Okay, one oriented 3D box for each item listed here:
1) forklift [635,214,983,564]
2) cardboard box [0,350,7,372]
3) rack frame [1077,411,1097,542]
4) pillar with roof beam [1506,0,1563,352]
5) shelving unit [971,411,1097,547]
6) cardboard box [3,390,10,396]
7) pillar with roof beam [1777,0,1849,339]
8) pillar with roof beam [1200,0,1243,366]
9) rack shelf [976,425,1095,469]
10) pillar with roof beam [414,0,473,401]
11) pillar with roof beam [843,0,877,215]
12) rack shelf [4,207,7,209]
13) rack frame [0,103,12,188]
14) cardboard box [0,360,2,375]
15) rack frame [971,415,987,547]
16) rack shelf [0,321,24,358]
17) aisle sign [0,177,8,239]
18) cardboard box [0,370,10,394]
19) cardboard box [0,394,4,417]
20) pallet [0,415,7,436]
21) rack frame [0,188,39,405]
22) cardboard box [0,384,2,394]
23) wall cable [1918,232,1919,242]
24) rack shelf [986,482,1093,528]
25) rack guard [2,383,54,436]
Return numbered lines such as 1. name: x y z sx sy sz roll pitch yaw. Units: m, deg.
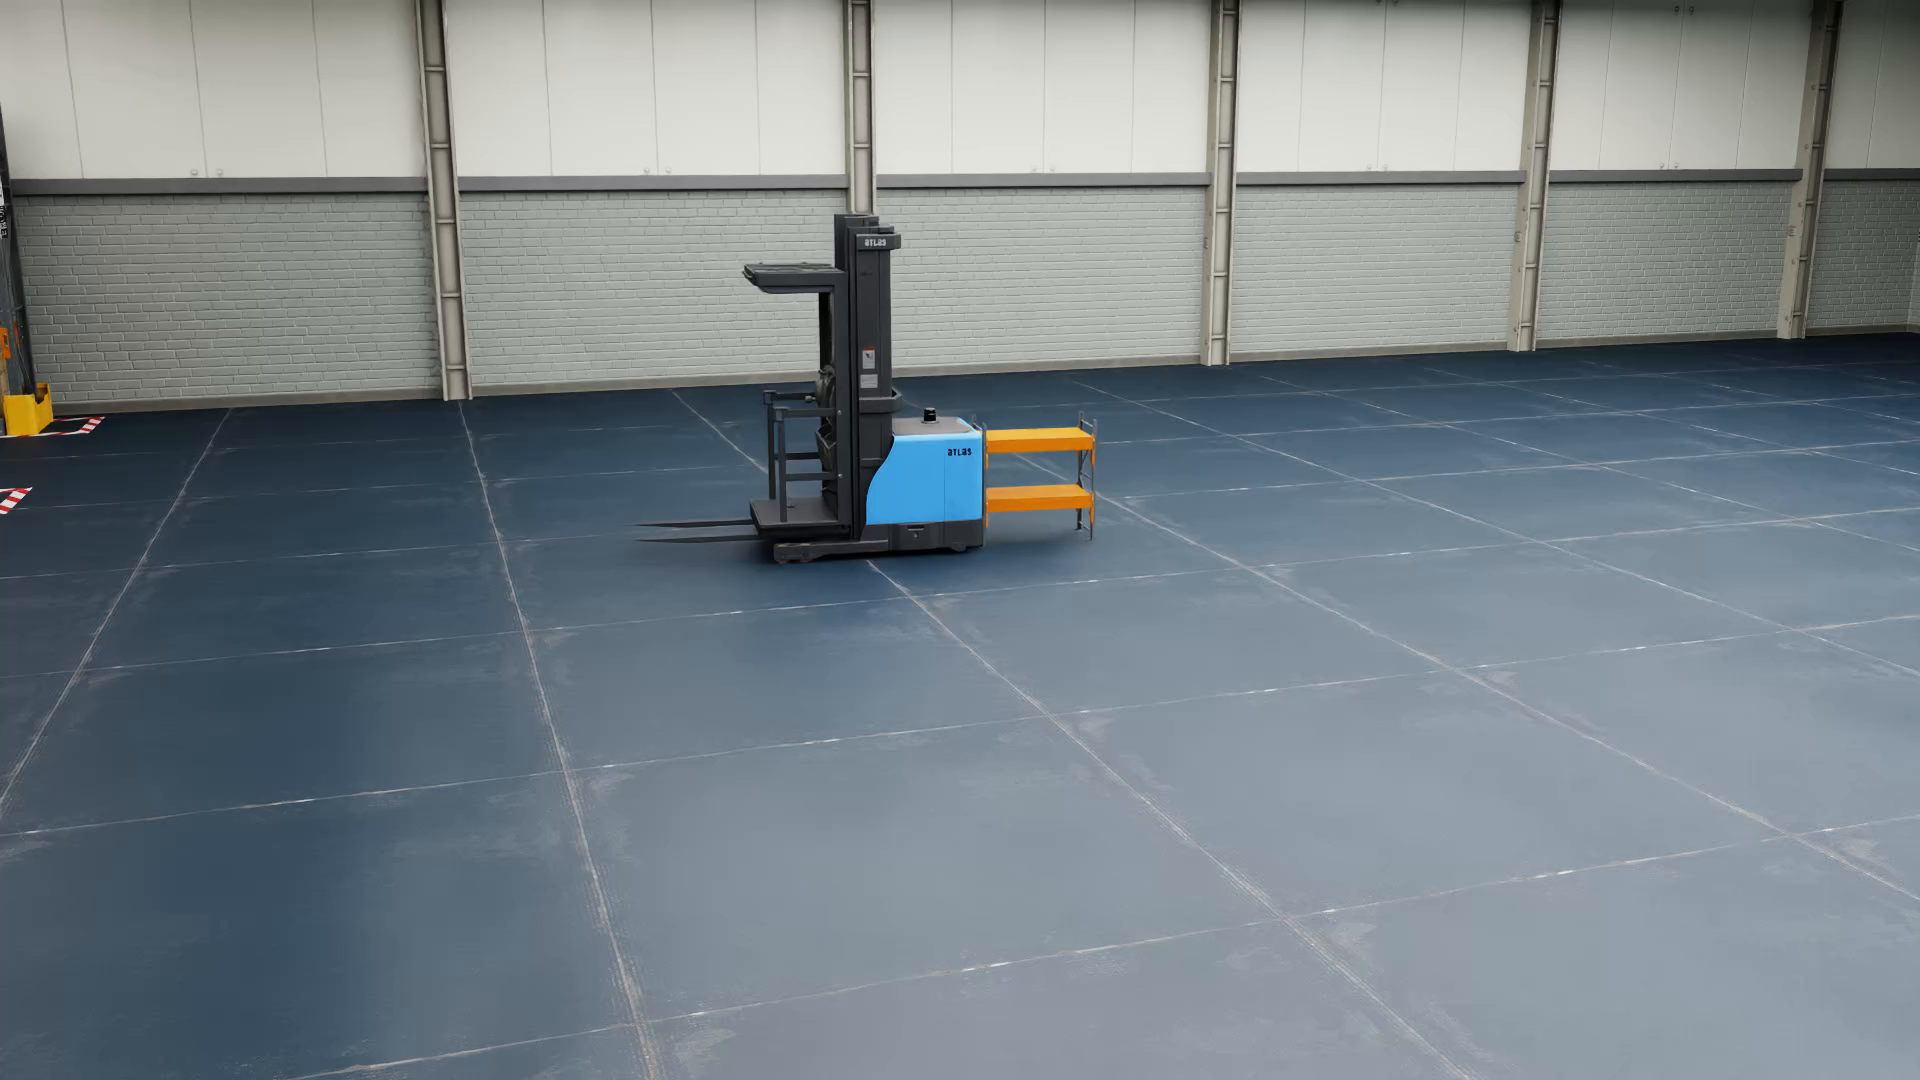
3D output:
1. forklift: -1.363 -1.355 14.613 3.031 2.935 1.130 -3 14 -11
2. cardboard box: -12.428 -2.251 21.105 0.500 0.250 0.500 -5 14 -19
3. rack frame: 1.166 -0.589 15.294 0.032 1.125 0.500 -3 14 -11
4. pillar with roof beam: 11.260 -6.784 24.323 0.400 9.000 9.100 -4 14 -18
5. shelving unit: 0.668 -0.565 15.193 1.048 1.125 0.538 -3 14 -11
6. cardboard box: -12.440 -1.765 21.223 0.500 0.250 0.500 -4 14 -18
7. pillar with roof beam: 16.947 -7.227 26.185 0.548 9.000 9.100 -4 14 -18
8. pillar with roof beam: 5.574 -6.341 22.462 0.400 9.000 9.100 -4 14 -18
9. rack shelf: 0.668 -0.849 15.125 1.000 0.278 0.538 -3 14 -11
10. pillar with roof beam: -5.799 -5.455 18.738 0.400 9.000 9.100 -4 14 -18
11. pillar with roof beam: -0.113 -5.898 20.600 0.400 9.000 9.100 -4 14 -18
12. rack shelf: -13.807 -3.854 20.041 4.000 0.370 1.077 -4 14 -18
13. rack frame: -11.912 -5.810 20.231 0.127 3.000 1.000 -4 14 -18
14. cardboard box: -12.249 -2.142 20.649 0.500 0.250 0.500 -4 14 -16
15. rack frame: 0.170 -0.541 15.092 0.032 1.125 0.500 -3 14 -11
16. rack shelf: -13.807 -2.394 20.388 4.000 0.370 1.077 -4 14 -18
17. aisle sign: -11.756 -4.097 20.374 0.004 0.787 0.394 -4 14 -18
18. cardboard box: -12.424 -2.012 21.183 0.500 0.250 0.500 -4 14 -17
19. cardboard box: -12.256 -1.654 20.758 0.500 0.250 0.500 -4 14 -18
20. pallet: -12.623 -1.470 20.972 1.213 0.211 1.003 -4 14 -18
21. rack frame: -11.912 -2.892 20.925 0.127 3.000 1.000 -4 14 -18
22. cardboard box: -12.273 -1.897 20.698 0.500 0.250 0.500 -5 14 -19
23. wall cable: 18.788 -6.588 30.209 0.112 2.526 3.097 -4 14 -18
24. rack shelf: 0.668 -0.327 15.249 1.000 0.278 0.538 -3 14 -11
25. rack guard: -11.889 -1.678 21.222 0.348 0.500 1.175 -4 14 -18
